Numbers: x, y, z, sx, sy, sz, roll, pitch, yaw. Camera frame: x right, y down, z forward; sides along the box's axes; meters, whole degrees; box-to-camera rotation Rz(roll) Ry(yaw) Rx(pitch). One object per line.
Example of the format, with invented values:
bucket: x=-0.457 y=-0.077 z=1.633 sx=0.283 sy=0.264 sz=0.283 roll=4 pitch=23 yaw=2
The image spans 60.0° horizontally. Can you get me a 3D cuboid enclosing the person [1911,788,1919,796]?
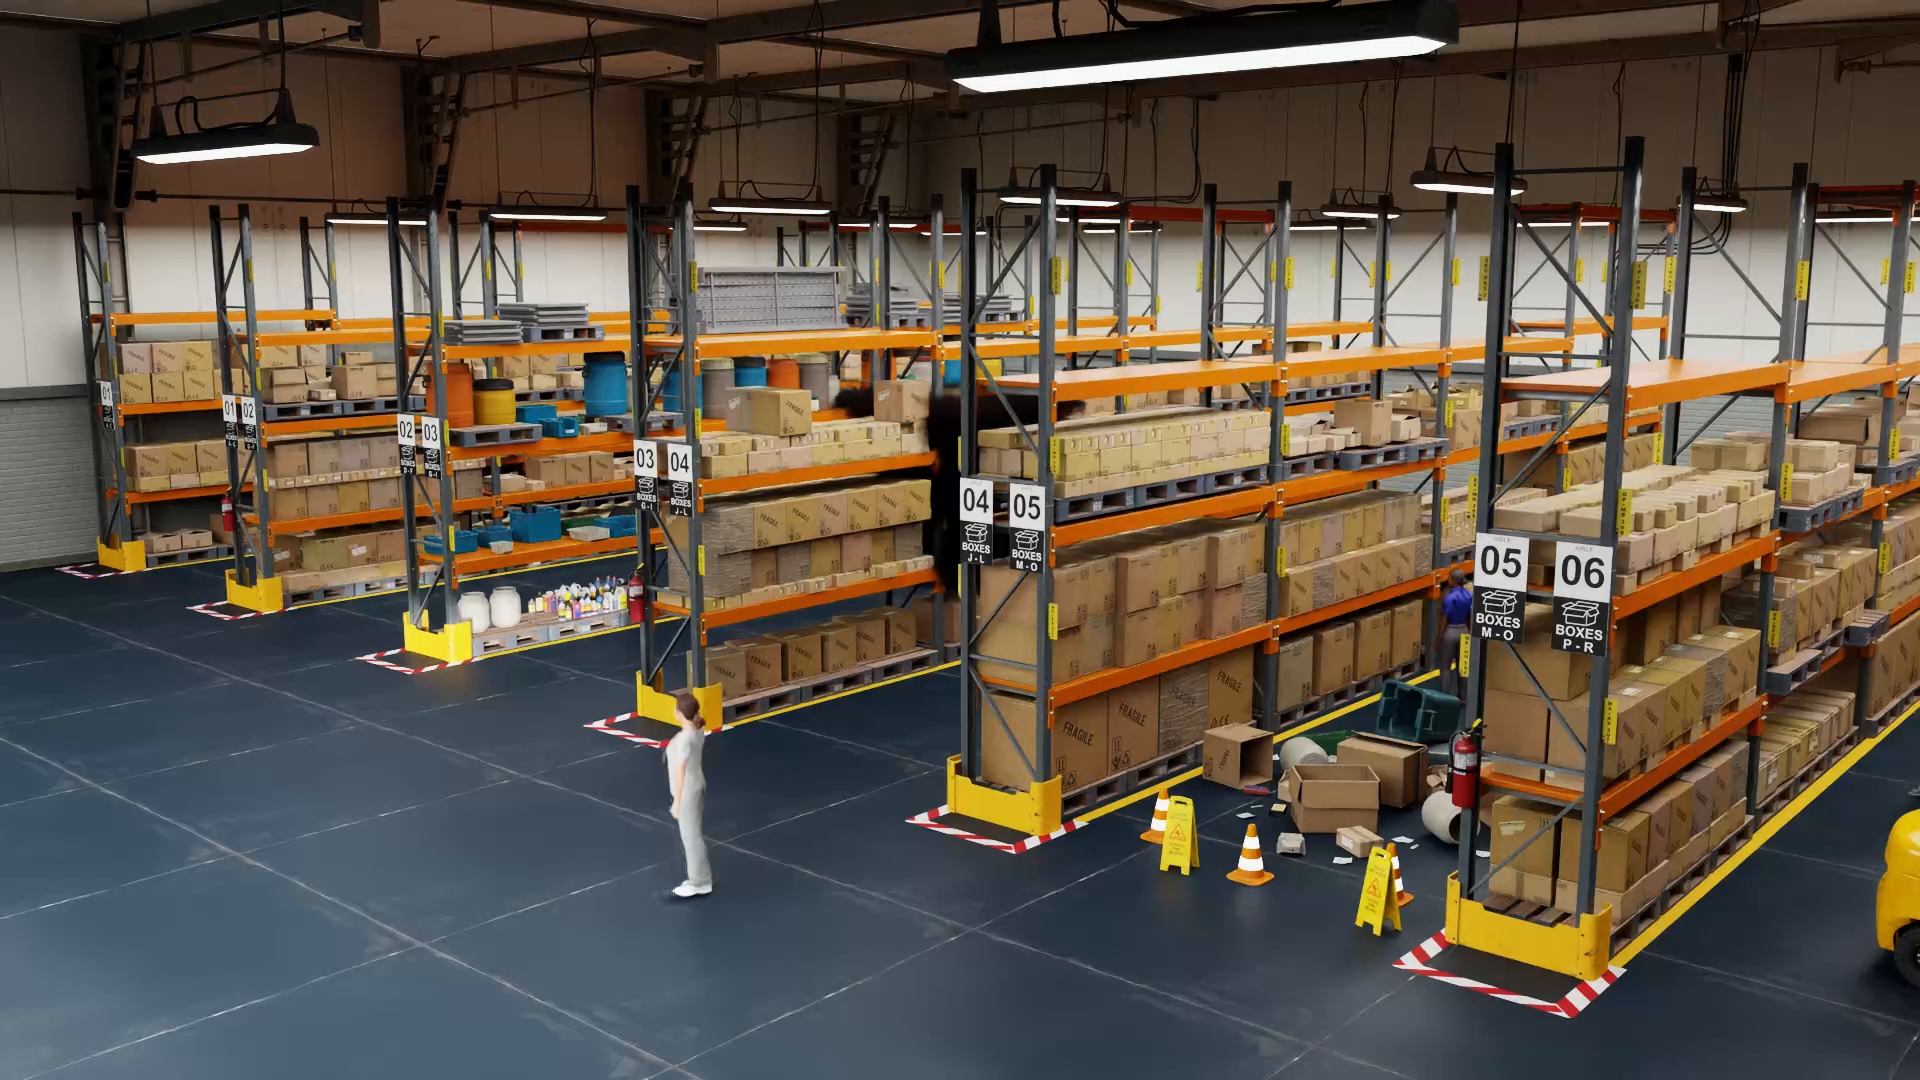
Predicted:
person: x=9.649 y=1.676 z=16.217 sx=0.561 sy=1.698 sz=0.363 roll=-3 pitch=10 yaw=-15

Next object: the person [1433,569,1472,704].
person: x=5.753 y=1.143 z=19.463 sx=0.519 sy=1.659 sz=0.442 roll=-3 pitch=10 yaw=-15

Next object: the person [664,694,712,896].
person: x=-2.230 y=2.105 z=13.664 sx=0.376 sy=1.707 sz=0.548 roll=1 pitch=10 yaw=5
